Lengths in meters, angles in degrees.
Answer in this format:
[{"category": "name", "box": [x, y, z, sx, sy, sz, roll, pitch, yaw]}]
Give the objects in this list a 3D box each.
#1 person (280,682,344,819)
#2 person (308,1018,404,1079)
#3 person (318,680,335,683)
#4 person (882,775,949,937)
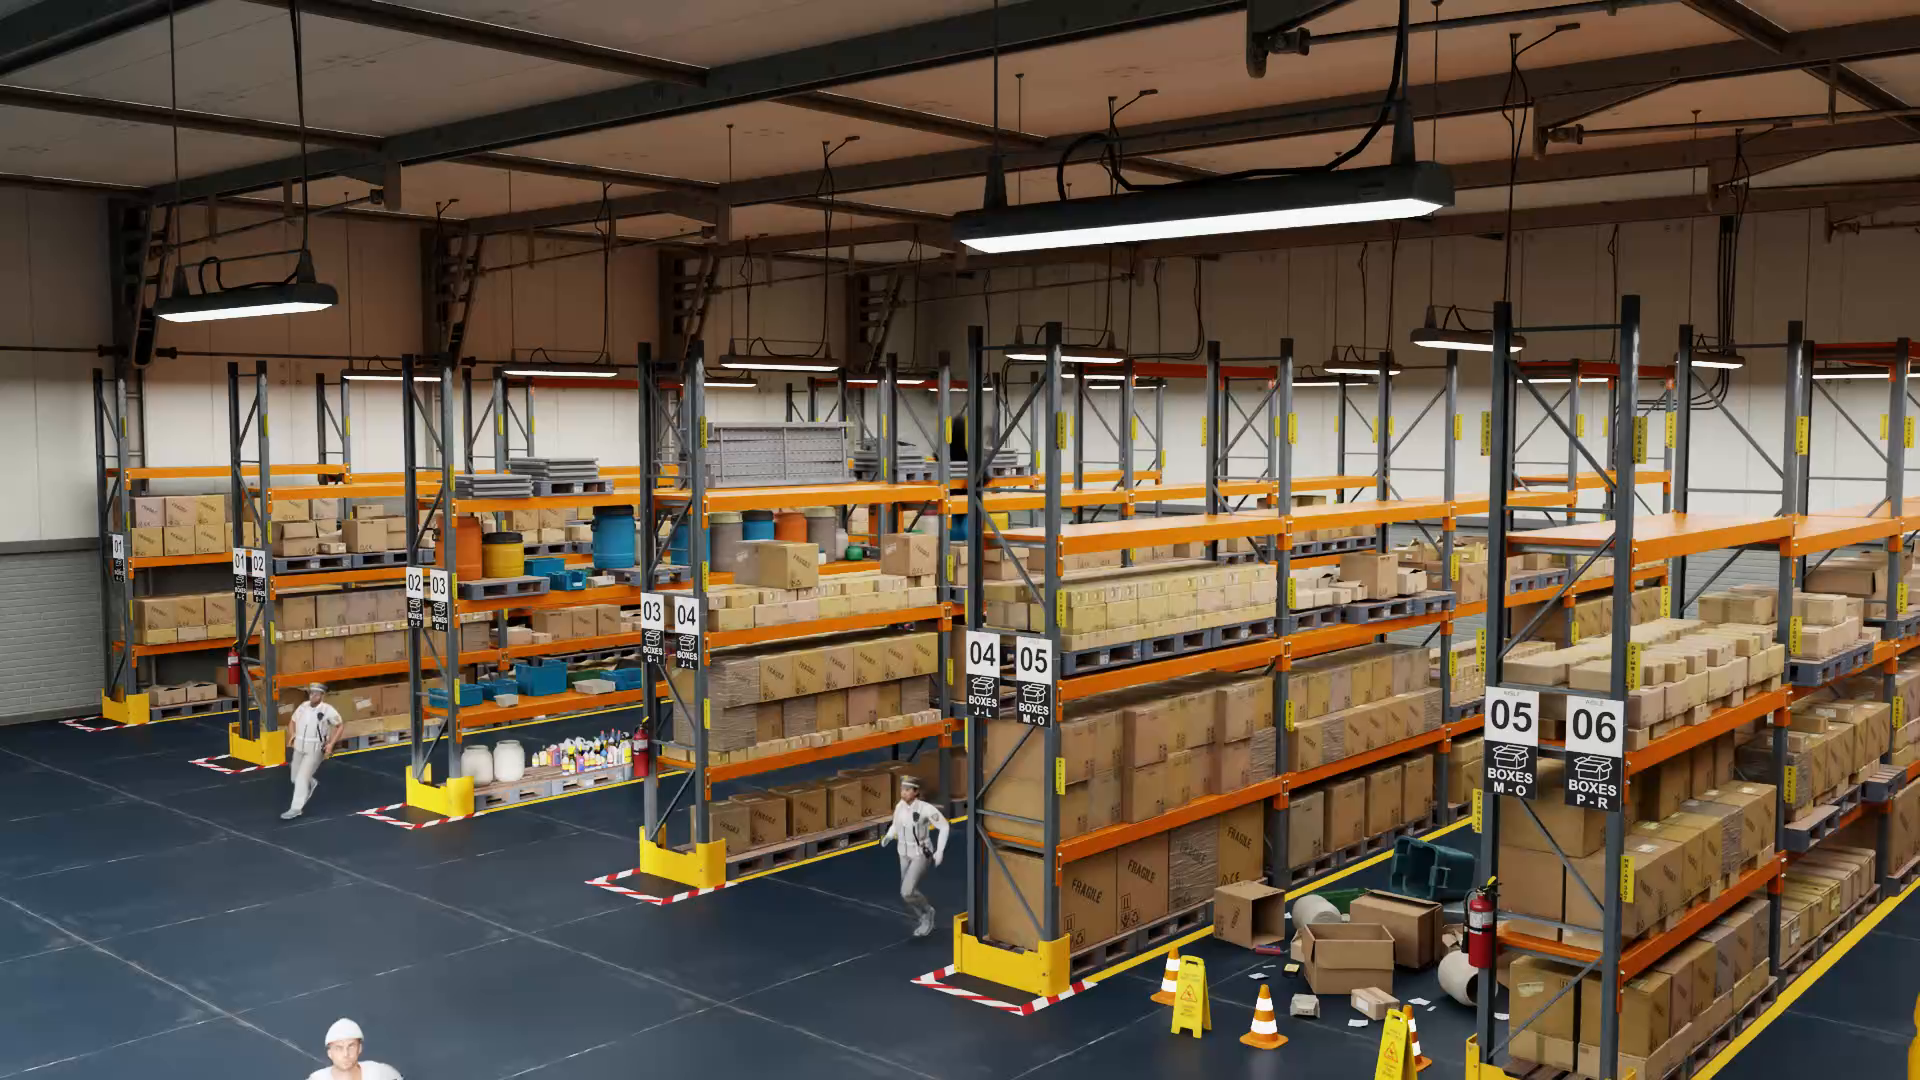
[{"category": "person", "box": [-8.432, 2.708, 21.680, 0.719, 1.730, 0.845, 1, 4, 9]}, {"category": "person", "box": [-3.410, 3.591, 9.332, 0.634, 1.786, 0.645, -2, 4, -20]}, {"category": "person", "box": [-10.659, 2.334, 27.838, 0.522, 1.559, 0.538, 3, 5, 31]}, {"category": "person", "box": [-0.464, 3.128, 16.442, 0.638, 1.650, 0.634, 4, 6, 41]}]
